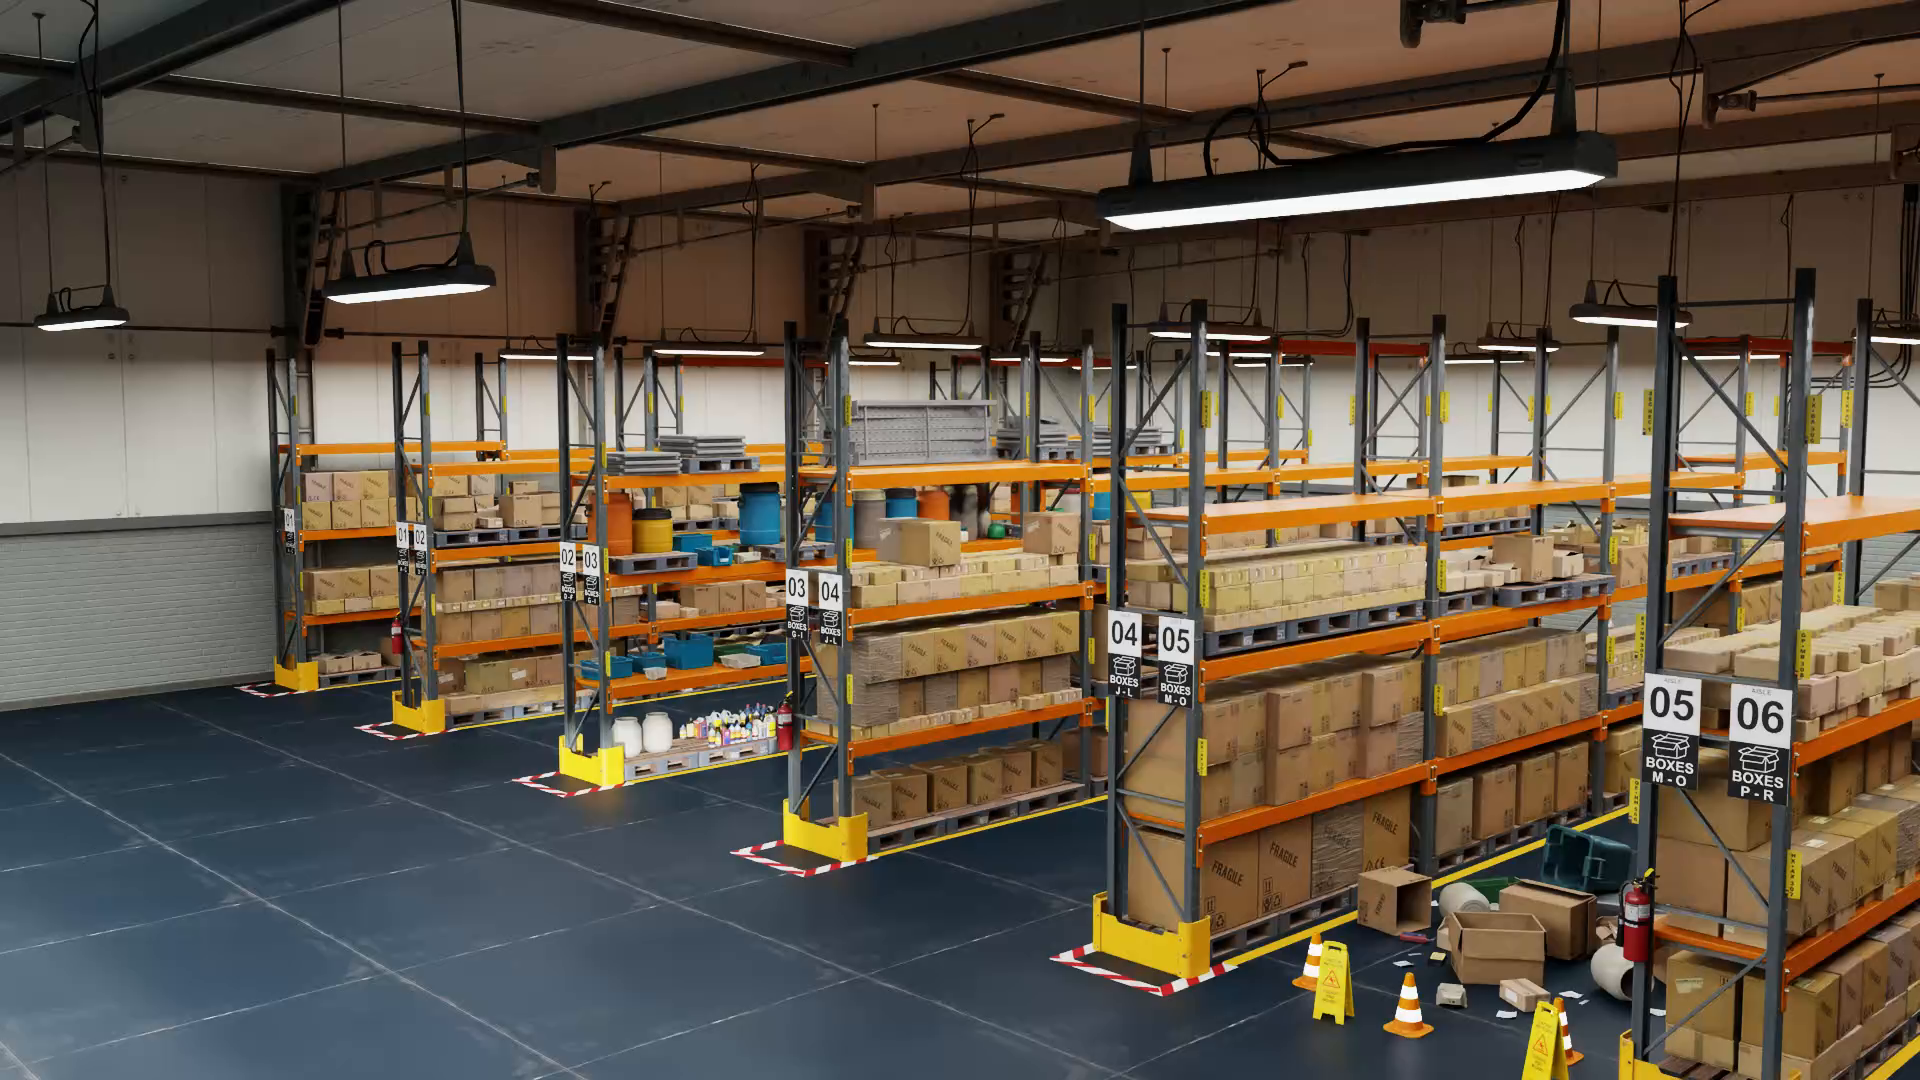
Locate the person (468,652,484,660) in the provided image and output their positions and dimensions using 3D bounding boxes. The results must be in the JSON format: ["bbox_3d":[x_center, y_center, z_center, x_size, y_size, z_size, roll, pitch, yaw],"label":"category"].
[{"bbox_3d":[-8.324,1.888,28.870,0.568,1.632,0.865,3,6,35],"label":"person"}]

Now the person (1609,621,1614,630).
[{"bbox_3d":[10.034,2.084,25.694,0.645,1.734,0.640,-4,6,-39],"label":"person"}]
